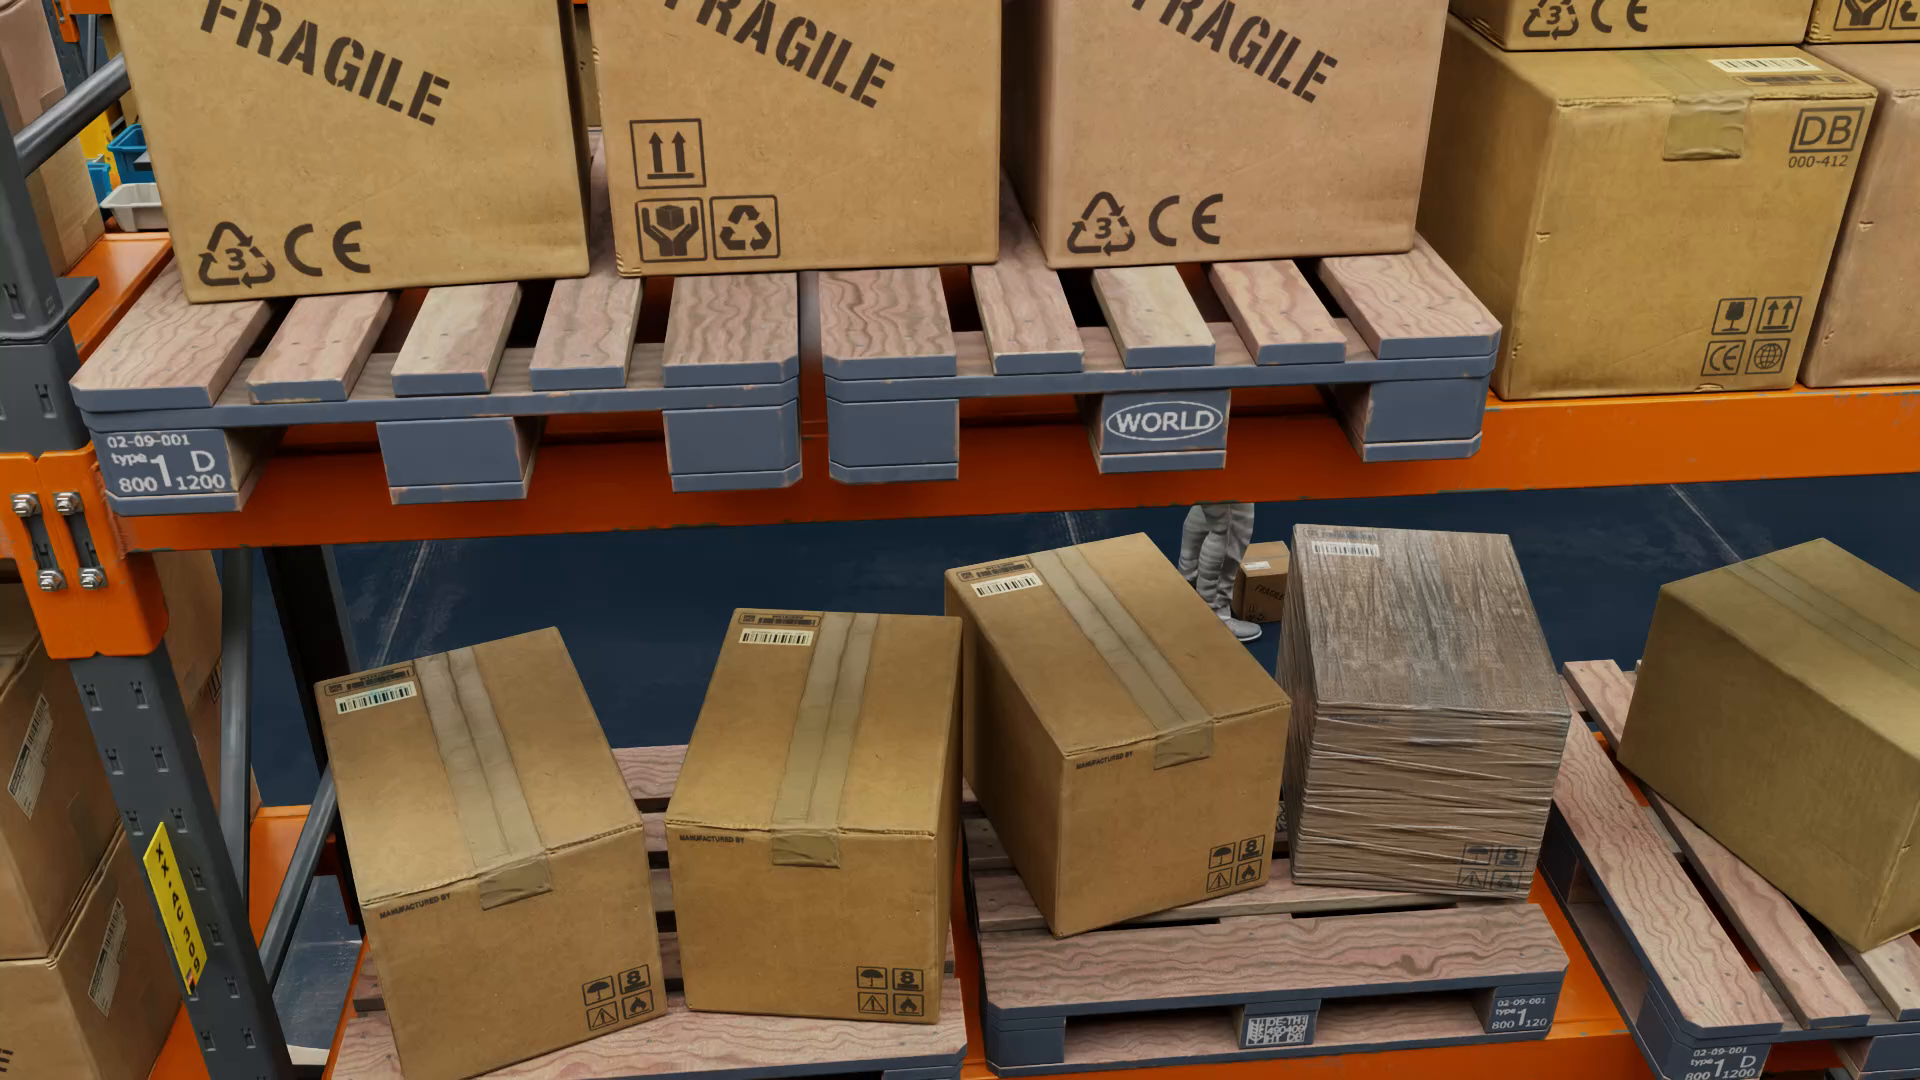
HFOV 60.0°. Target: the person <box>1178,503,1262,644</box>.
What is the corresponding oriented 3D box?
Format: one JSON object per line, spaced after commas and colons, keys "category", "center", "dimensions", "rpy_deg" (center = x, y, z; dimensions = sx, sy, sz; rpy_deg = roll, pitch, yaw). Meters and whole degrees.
{"category": "person", "center": [1.091, -0.412, 6.805], "dimensions": [0.469, 1.666, 0.563], "rpy_deg": [-5, 32, -7]}
